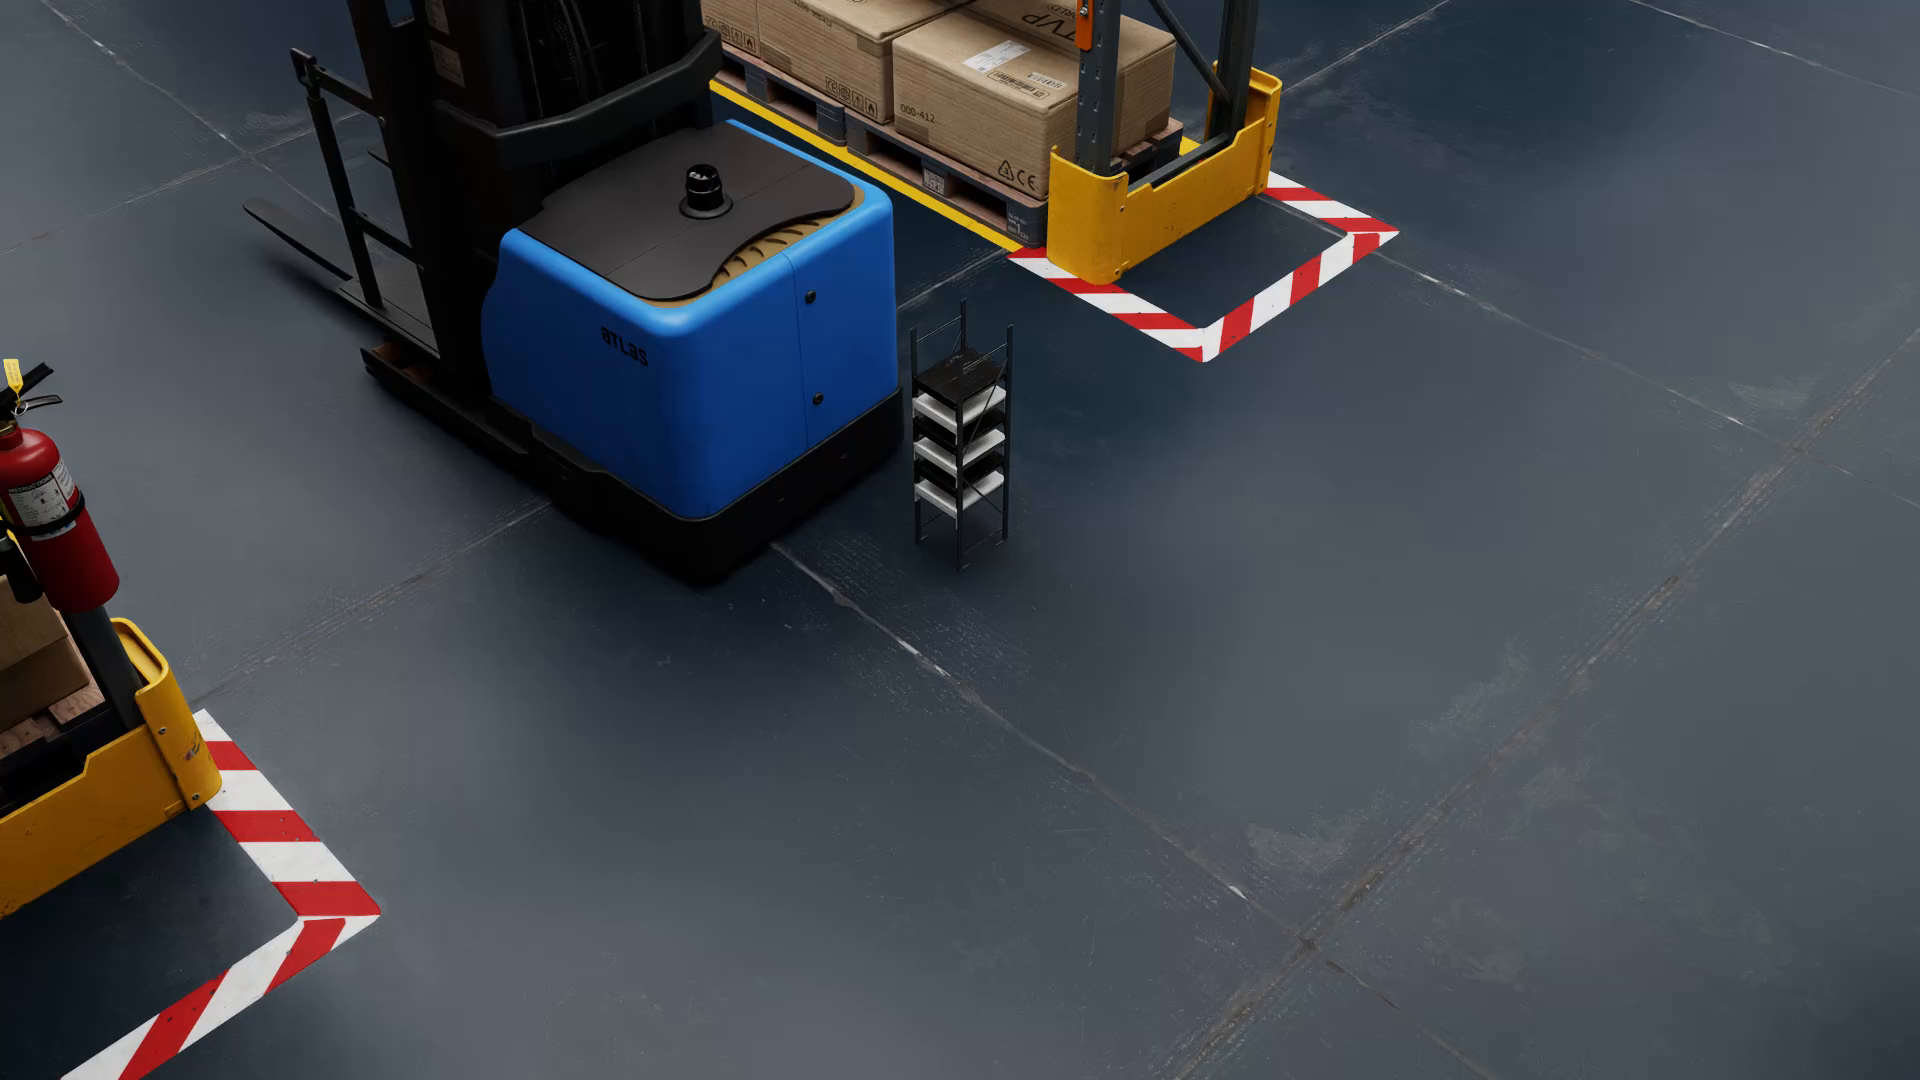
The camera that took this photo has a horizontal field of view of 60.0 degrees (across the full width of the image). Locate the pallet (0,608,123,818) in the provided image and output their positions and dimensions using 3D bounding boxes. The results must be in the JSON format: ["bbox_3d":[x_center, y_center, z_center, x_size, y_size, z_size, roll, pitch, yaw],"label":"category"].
[{"bbox_3d":[-3.272,0.474,5.081,1.003,0.211,1.213,-34,53,-31],"label":"pallet"}]

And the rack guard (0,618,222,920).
[{"bbox_3d":[-2.708,0.751,4.569,1.175,0.500,0.348,-34,53,-31],"label":"rack guard"}]

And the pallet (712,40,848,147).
[{"bbox_3d":[-0.620,-2.420,8.214,1.003,0.211,1.213,-34,53,-31],"label":"pallet"}]

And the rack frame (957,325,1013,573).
[{"bbox_3d":[0.078,-0.278,5.388,0.240,0.900,0.006,-34,53,-31],"label":"rack frame"}]

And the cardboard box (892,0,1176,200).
[{"bbox_3d":[0.320,-1.994,7.276,0.875,0.438,0.875,32,52,30],"label":"cardboard box"}]

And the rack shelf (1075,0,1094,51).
[{"bbox_3d":[-0.555,-3.208,7.542,1.077,0.370,4.000,-34,53,-31],"label":"rack shelf"}]

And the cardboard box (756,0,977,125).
[{"bbox_3d":[-0.332,-2.430,7.748,0.875,0.438,0.875,-33,52,-30],"label":"cardboard box"}]

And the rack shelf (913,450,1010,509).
[{"bbox_3d":[0.006,-0.236,5.524,0.258,0.077,0.200,-34,53,-31],"label":"rack shelf"}]

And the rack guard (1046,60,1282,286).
[{"bbox_3d":[0.874,-1.582,7.094,1.175,0.500,0.348,-34,53,-31],"label":"rack guard"}]

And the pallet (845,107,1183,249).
[{"bbox_3d":[0.237,-1.834,7.579,1.003,0.211,1.213,-34,53,-31],"label":"pallet"}]

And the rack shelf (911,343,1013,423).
[{"bbox_3d":[0.006,-0.500,5.280,0.258,0.077,0.200,-34,53,-31],"label":"rack shelf"}]

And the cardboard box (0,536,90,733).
[{"bbox_3d":[-3.020,0.292,4.753,0.637,0.503,0.797,32,52,30],"label":"cardboard box"}]

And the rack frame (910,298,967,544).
[{"bbox_3d":[-0.066,-0.375,5.493,0.240,0.900,0.006,-34,53,-31],"label":"rack frame"}]

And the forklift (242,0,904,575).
[{"bbox_3d":[-1.645,-1.821,5.561,3.031,2.935,1.130,31,51,29],"label":"forklift"}]

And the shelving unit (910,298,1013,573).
[{"bbox_3d":[0.006,-0.327,5.440,0.258,0.900,0.210,-34,53,-31],"label":"shelving unit"}]

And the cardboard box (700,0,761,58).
[{"bbox_3d":[-0.968,-2.864,8.217,0.875,0.438,0.875,33,52,30],"label":"cardboard box"}]

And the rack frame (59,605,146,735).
[{"bbox_3d":[-2.655,-0.131,3.681,1.000,3.000,0.127,-34,53,-31],"label":"rack frame"}]

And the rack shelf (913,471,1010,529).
[{"bbox_3d":[0.006,-0.170,5.585,0.258,0.077,0.200,-34,53,-31],"label":"rack shelf"}]

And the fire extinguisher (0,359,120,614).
[{"bbox_3d":[-2.224,-0.116,3.997,0.296,0.674,0.183,-34,53,-31],"label":"fire extinguisher"}]

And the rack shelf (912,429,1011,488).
[{"bbox_3d":[0.006,-0.302,5.463,0.258,0.077,0.200,-34,53,-31],"label":"rack shelf"}]

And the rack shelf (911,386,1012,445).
[{"bbox_3d":[0.006,-0.434,5.341,0.258,0.077,0.200,-34,53,-31],"label":"rack shelf"}]

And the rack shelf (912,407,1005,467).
[{"bbox_3d":[0.006,-0.368,5.402,0.258,0.077,0.200,-34,53,-31],"label":"rack shelf"}]

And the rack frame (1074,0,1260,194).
[{"bbox_3d":[0.857,-2.512,6.258,1.000,3.000,0.127,-34,53,-31],"label":"rack frame"}]
